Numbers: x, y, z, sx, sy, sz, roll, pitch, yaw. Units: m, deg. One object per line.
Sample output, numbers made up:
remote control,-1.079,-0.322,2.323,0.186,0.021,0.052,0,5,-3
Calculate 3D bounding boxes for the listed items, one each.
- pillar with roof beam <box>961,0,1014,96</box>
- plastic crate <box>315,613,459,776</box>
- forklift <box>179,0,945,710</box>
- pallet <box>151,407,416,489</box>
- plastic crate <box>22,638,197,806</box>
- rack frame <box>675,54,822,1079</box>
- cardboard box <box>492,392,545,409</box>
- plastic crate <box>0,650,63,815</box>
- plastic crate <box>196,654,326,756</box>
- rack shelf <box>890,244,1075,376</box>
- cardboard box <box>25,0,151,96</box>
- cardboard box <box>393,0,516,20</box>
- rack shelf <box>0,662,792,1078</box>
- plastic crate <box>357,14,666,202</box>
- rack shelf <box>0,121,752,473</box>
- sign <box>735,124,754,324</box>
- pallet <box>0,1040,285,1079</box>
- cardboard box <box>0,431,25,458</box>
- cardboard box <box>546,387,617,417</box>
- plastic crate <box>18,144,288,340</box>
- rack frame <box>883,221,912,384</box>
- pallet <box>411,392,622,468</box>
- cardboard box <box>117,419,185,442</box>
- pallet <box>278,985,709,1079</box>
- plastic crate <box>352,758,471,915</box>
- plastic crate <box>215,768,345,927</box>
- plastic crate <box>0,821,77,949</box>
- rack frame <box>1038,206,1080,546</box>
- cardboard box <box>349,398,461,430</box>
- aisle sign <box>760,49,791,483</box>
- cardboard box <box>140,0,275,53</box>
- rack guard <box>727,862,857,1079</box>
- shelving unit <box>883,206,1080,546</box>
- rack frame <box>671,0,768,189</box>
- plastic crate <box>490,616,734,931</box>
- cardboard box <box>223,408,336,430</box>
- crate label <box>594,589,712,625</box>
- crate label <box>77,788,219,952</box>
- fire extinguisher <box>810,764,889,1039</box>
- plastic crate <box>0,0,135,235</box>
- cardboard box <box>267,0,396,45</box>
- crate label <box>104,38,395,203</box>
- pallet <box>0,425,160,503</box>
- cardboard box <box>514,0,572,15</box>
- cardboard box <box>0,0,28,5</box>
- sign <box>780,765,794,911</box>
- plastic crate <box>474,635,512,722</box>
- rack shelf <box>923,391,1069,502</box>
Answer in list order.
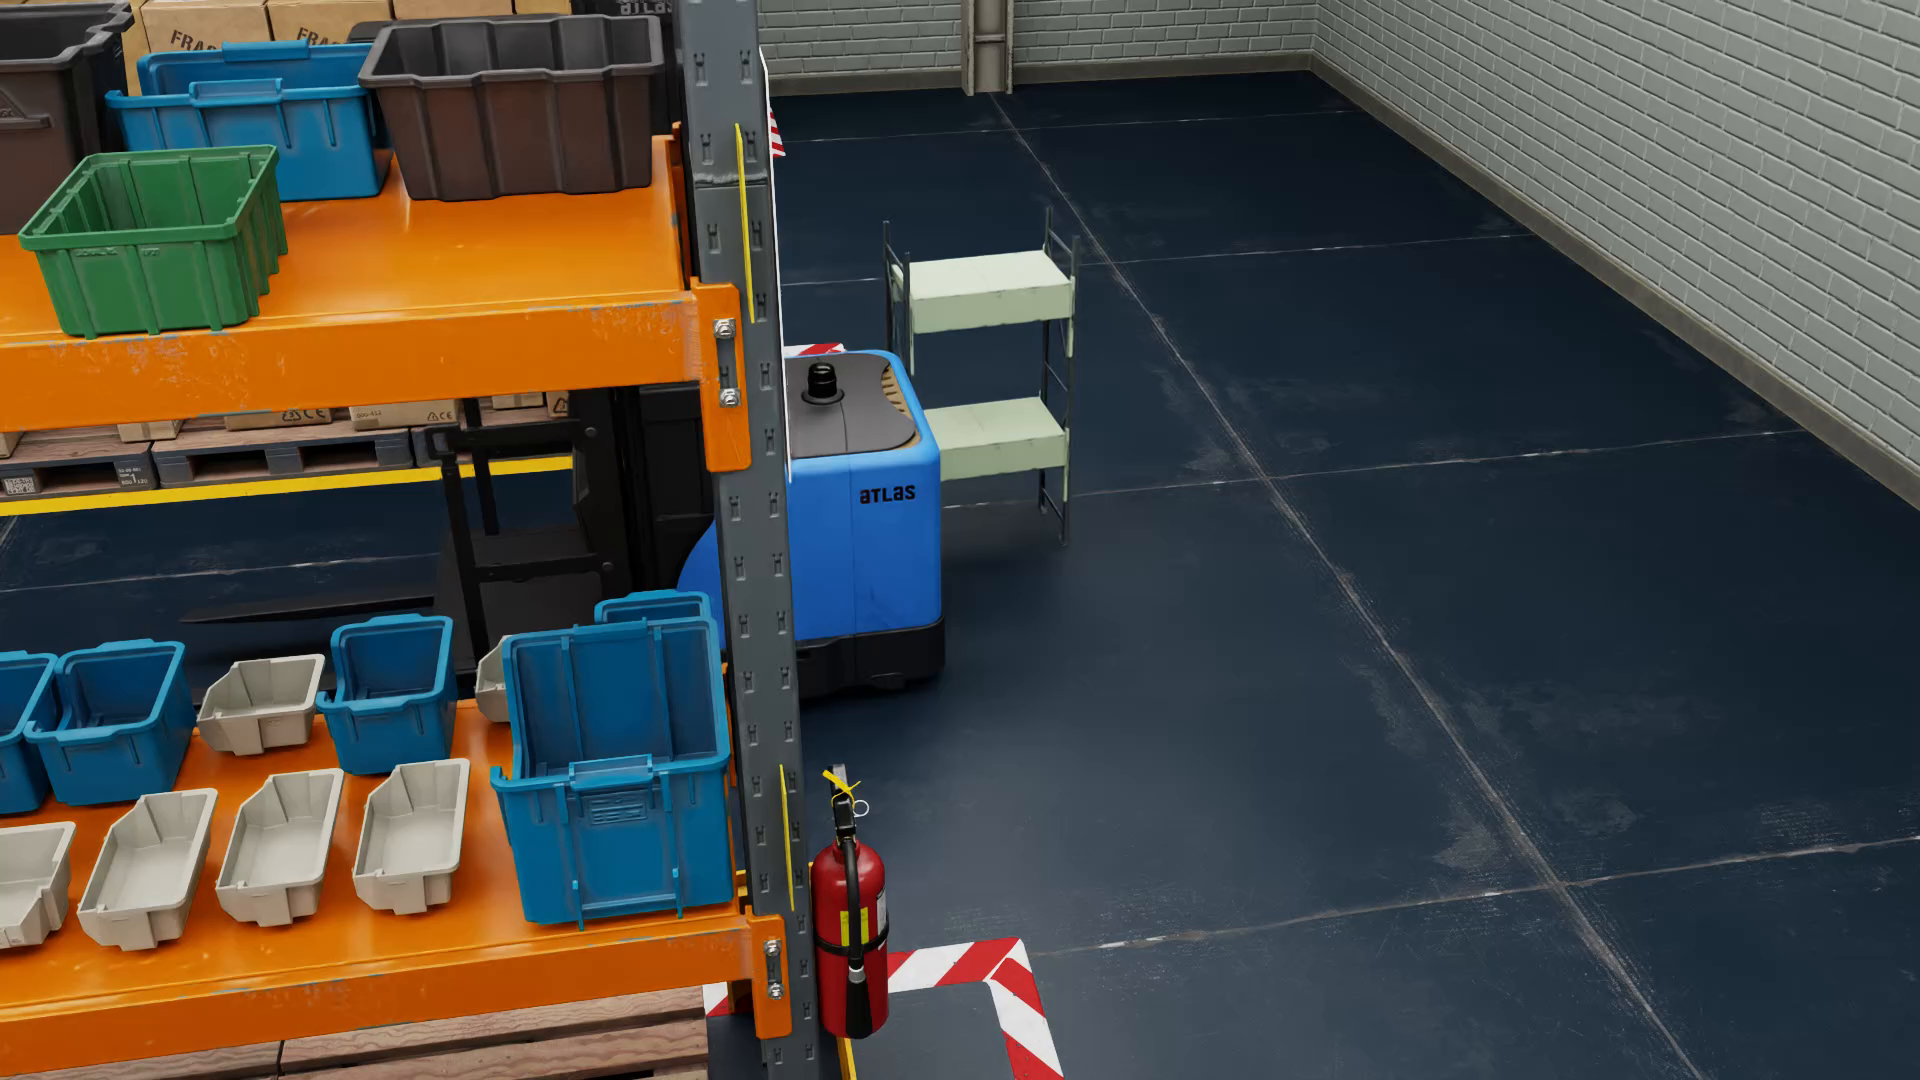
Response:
pillar with roof beam,1.007,-5.622,8.434,0.400,9.000,9.100,-5,31,-9
plastic crate,-1.434,0.399,4.217,0.300,0.233,0.416,-5,31,-9
forklift,-1.631,-0.762,6.155,3.031,2.935,1.130,-6,31,-10
pallet,-3.429,-0.643,8.636,1.213,0.211,1.003,-5,31,-9
plastic crate,-2.081,0.460,4.115,0.300,0.233,0.416,-5,31,-9
rack frame,-0.484,0.435,4.052,0.127,3.000,1.000,-5,31,-9
cardboard box,-2.278,-0.839,8.579,0.250,0.166,0.380,-5,31,-9
plastic crate,-2.377,0.487,4.069,0.300,0.233,0.416,-5,31,-9
plastic crate,-1.784,0.431,4.259,0.298,0.136,0.250,-5,31,-9
rack shelf,0.086,-1.005,7.209,0.720,0.370,0.431,-8,31,-13
cardboard box,-3.780,-2.141,7.347,0.500,0.500,0.500,-6,31,-10
cardboard box,-2.258,-2.285,7.592,0.500,0.500,0.500,-4,31,-8
rack shelf,-2.451,0.927,3.923,4.000,0.370,1.077,-5,31,-9
plastic crate,-0.913,-0.906,3.501,0.590,0.269,0.497,-5,31,-9
rack shelf,-2.451,-0.366,3.163,4.000,0.370,1.077,-5,31,-9
sign,-0.369,-0.541,2.854,0.005,0.325,0.100,-5,31,-9
pallet,-2.500,1.802,4.477,1.213,0.211,1.003,-5,31,-9
cardboard box,-4.855,-0.631,8.083,0.500,0.311,0.500,-5,31,-9
cardboard box,-1.863,-0.975,8.481,0.500,0.500,0.500,-5,31,-9
plastic crate,-1.403,-0.535,2.950,0.336,0.188,0.450,-5,31,-9
rack frame,-0.268,-0.620,7.325,0.023,1.500,0.400,-8,31,-13
pallet,-2.231,-0.753,8.823,1.213,0.211,1.003,-5,31,-9
cardboard box,-4.006,-0.653,8.262,0.250,0.166,0.380,-5,31,-9
pallet,-1.302,1.693,4.663,1.213,0.211,1.003,-5,31,-9
plastic crate,-1.254,0.687,3.823,0.243,0.136,0.396,-5,31,-9
plastic crate,-1.541,0.706,3.790,0.243,0.136,0.396,-5,31,-9
plastic crate,-2.099,0.780,3.665,0.250,0.136,0.298,-5,31,-9
rack frame,0.439,-0.717,7.489,0.023,1.500,0.400,-8,31,-13
cardboard box,-2.803,-0.796,8.422,0.500,0.250,0.500,-5,31,-9
aisle sign,-0.360,-0.547,3.155,0.004,0.787,0.394,-5,31,-9
cardboard box,-3.272,-2.189,7.428,0.500,0.500,0.500,-4,31,-7
rack guard,-0.463,1.503,4.700,0.348,0.500,1.175,-5,31,-9
shelving unit,0.086,-0.668,7.407,0.755,1.500,0.431,-8,31,-13
rack frame,-0.484,-2.151,2.531,0.127,3.000,1.000,-5,31,-9
plastic crate,-0.780,0.517,3.817,0.499,0.435,0.616,-5,31,-9
cardboard box,-3.460,-0.958,8.448,0.637,0.503,0.797,-5,31,-9
crate label,-0.786,0.339,4.320,0.303,0.233,0.416,-5,31,-9
crate label,-1.811,0.744,3.726,0.243,0.136,0.396,-5,31,-9
fire extinguisher,-0.254,0.842,3.804,0.183,0.674,0.296,-5,31,-9
plastic crate,-2.036,-0.829,3.303,0.767,0.338,0.504,-5,31,-9
cardboard box,-2.767,-2.236,7.507,0.500,0.500,0.500,-4,31,-8
crate label,-1.450,-0.871,3.460,0.502,0.251,0.408,-5,31,-9
pallet,-4.631,-0.530,8.444,1.213,0.211,1.003,-5,31,-9
cardboard box,-1.761,-2.332,7.671,0.500,0.500,0.500,-6,31,-9
cardboard box,-4.286,-2.094,7.267,0.500,0.500,0.500,-6,31,-10
sign,-0.369,0.637,3.546,0.005,0.325,0.100,-5,31,-9
plastic crate,-1.117,0.369,4.364,0.298,0.136,0.250,-5,31,-9
rack shelf,0.086,-0.387,7.572,0.720,0.370,0.431,-8,31,-13
